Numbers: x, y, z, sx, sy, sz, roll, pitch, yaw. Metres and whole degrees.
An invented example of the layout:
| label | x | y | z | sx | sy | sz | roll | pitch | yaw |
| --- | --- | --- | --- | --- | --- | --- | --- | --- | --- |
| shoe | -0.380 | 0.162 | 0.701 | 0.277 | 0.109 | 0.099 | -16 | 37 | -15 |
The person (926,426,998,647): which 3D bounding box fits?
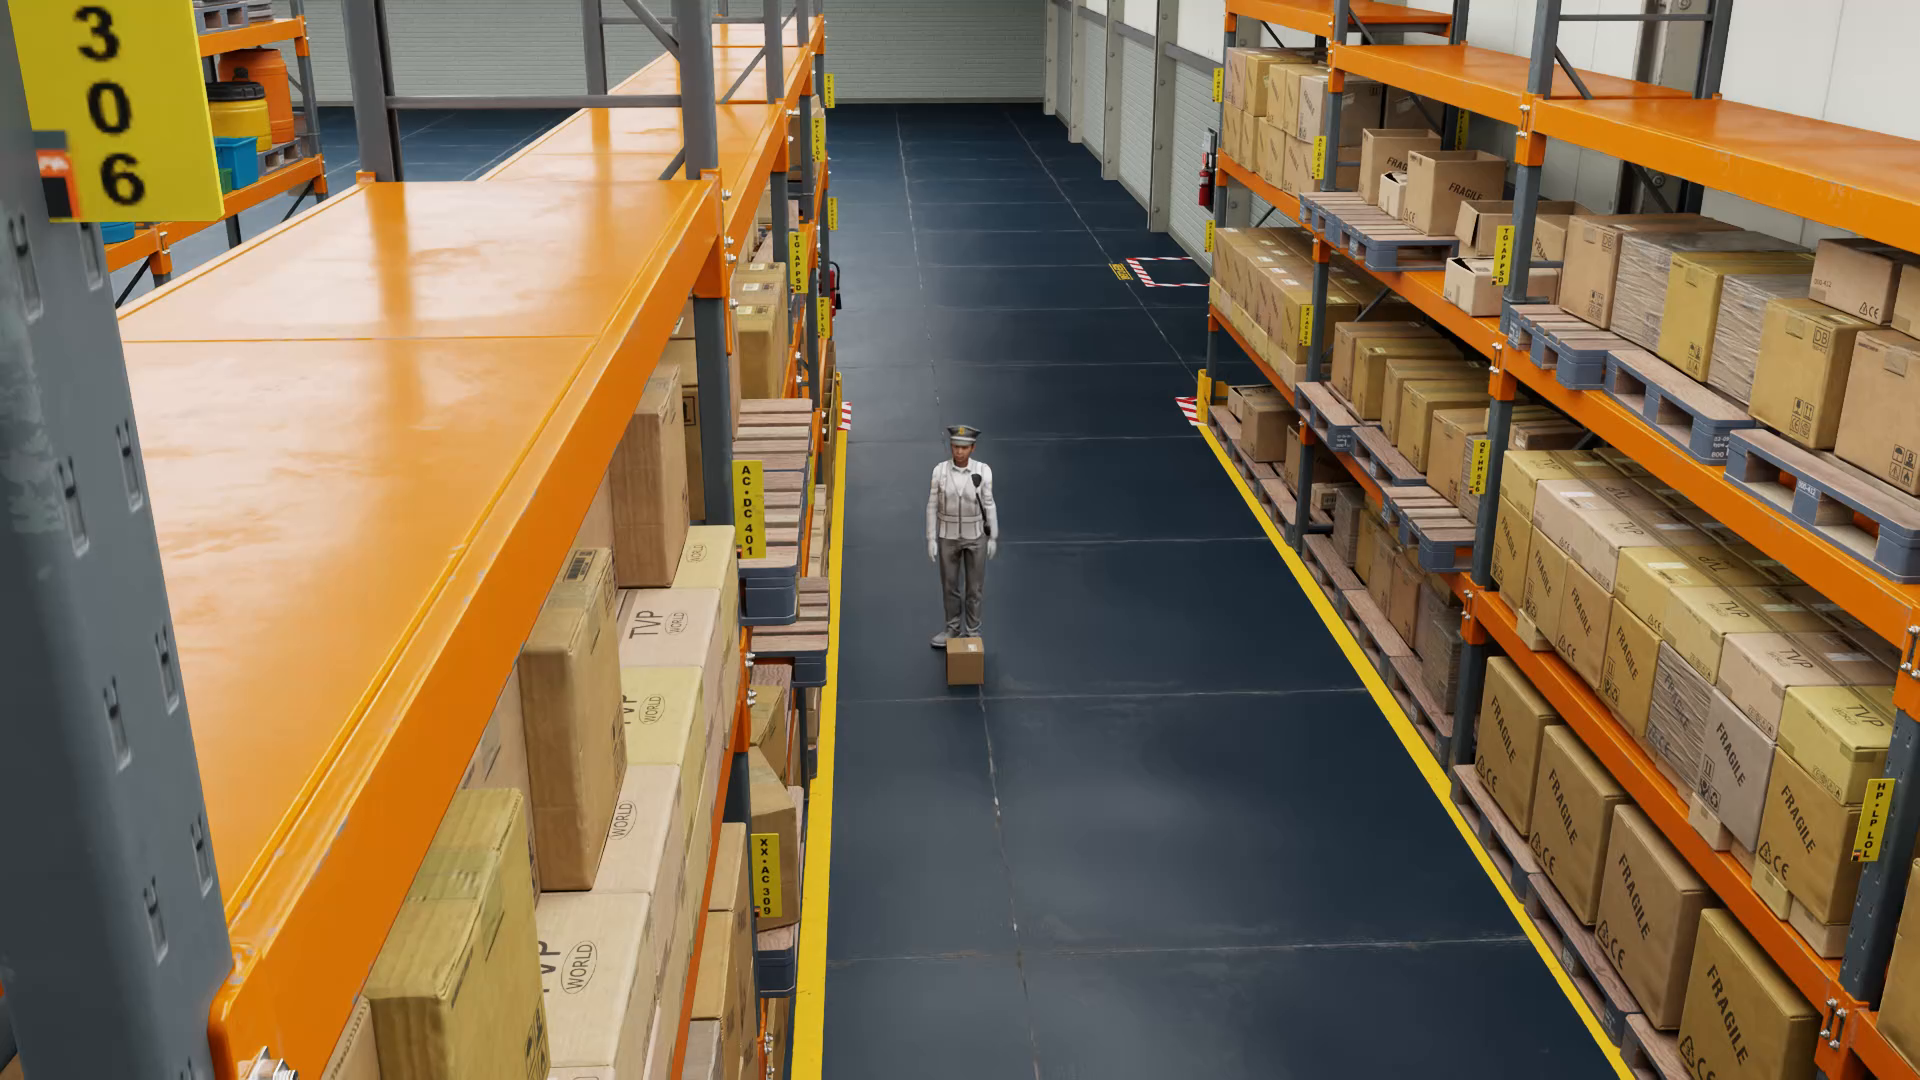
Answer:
| label | x | y | z | sx | sy | sz | roll | pitch | yaw |
| --- | --- | --- | --- | --- | --- | --- | --- | --- | --- |
| person | 0.012 | -0.017 | 11.855 | 0.510 | 1.695 | 0.367 | 2 | 21 | 4 |
